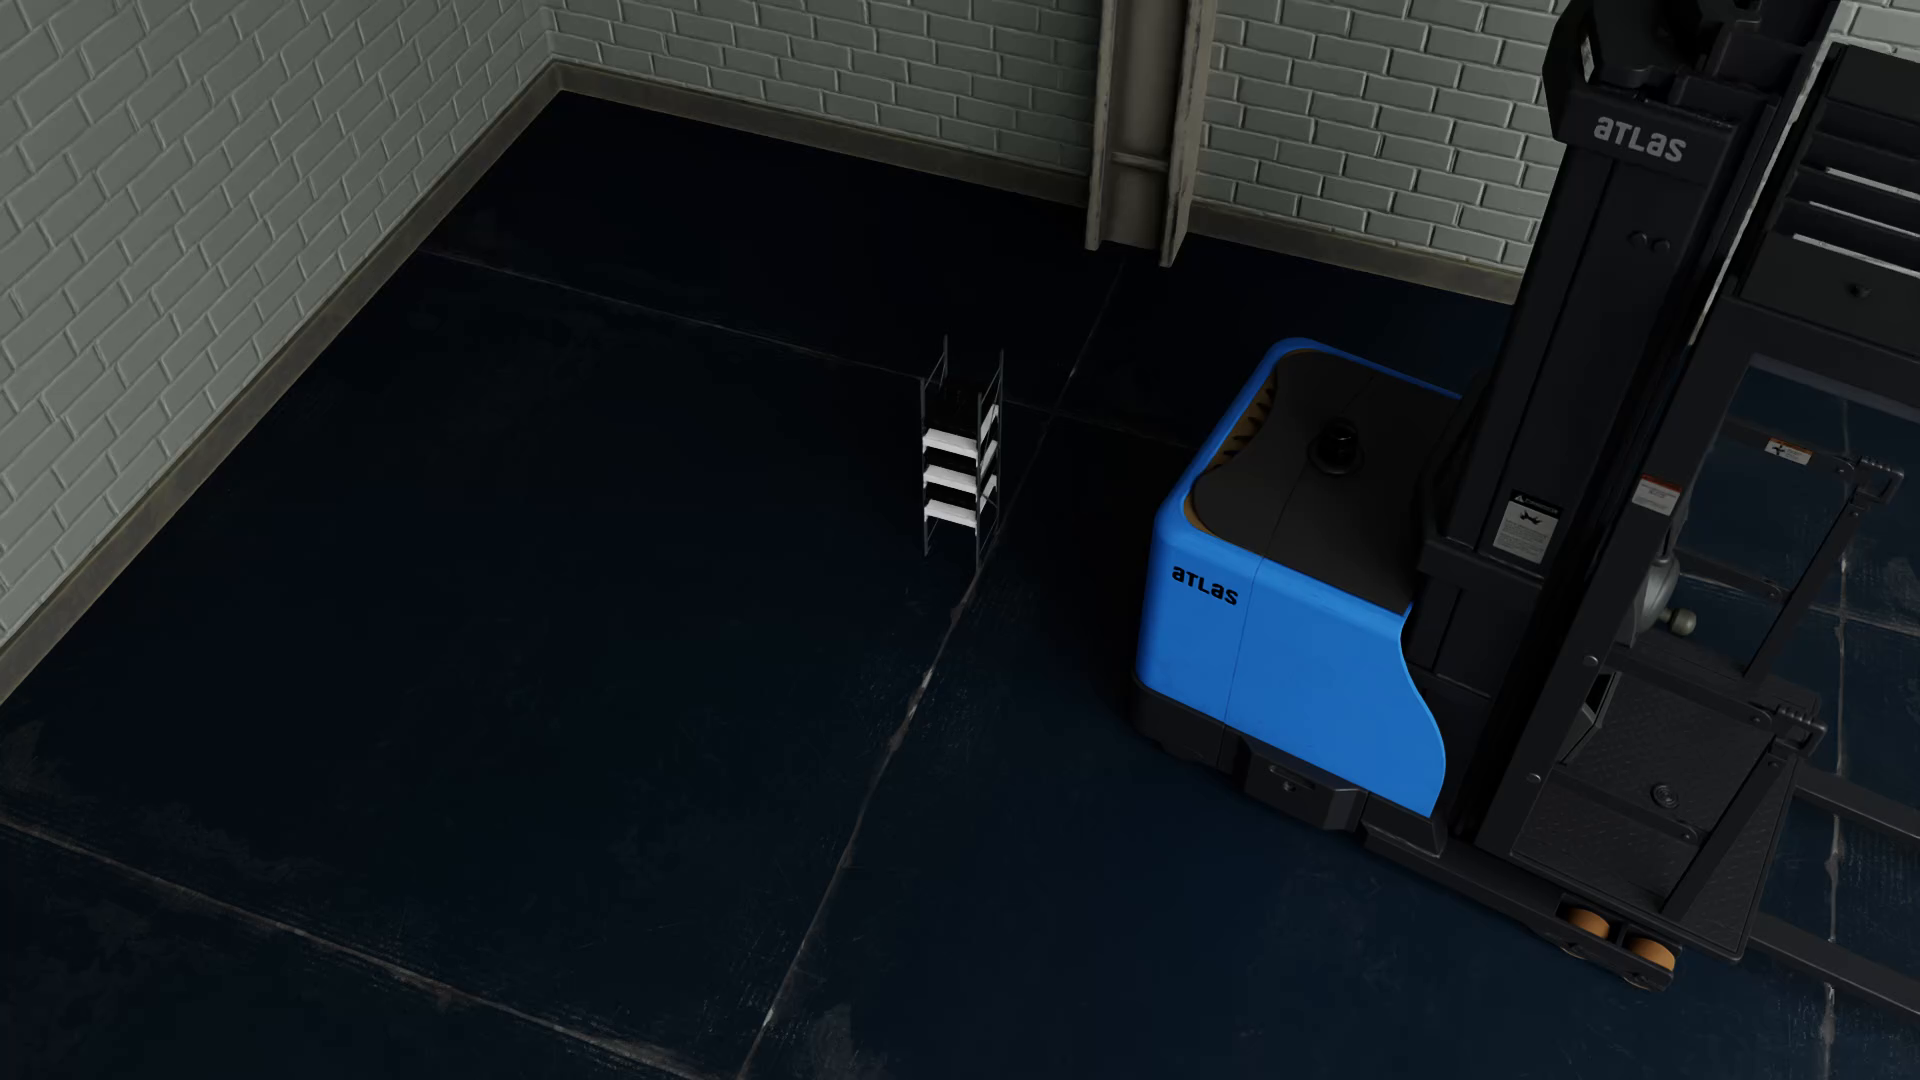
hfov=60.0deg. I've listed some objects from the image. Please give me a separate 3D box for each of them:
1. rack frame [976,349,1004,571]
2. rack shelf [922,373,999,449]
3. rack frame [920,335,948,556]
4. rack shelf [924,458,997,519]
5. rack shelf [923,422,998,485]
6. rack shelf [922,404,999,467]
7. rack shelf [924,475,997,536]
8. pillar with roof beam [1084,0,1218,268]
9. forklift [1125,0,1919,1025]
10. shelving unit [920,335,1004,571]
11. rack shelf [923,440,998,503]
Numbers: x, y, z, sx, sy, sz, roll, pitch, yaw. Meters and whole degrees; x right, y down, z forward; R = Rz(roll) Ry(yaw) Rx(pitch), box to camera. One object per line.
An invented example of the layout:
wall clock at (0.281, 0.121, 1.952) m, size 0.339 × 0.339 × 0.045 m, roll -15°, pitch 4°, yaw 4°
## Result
rack frame at (0.103, -0.266, 5.885) m, size 0.006 × 0.900 × 0.240 m, roll 16°, pitch 51°, yaw 13°
rack shelf at (0.008, -0.448, 5.729) m, size 0.200 × 0.077 × 0.258 m, roll 16°, pitch 51°, yaw 13°
rack frame at (-0.088, -0.319, 5.931) m, size 0.006 × 0.900 × 0.240 m, roll 16°, pitch 51°, yaw 13°
rack shelf at (0.008, -0.212, 6.001) m, size 0.200 × 0.077 × 0.258 m, roll 16°, pitch 51°, yaw 13°
rack shelf at (0.008, -0.330, 5.865) m, size 0.200 × 0.077 × 0.258 m, roll 16°, pitch 51°, yaw 13°
rack shelf at (0.008, -0.389, 5.797) m, size 0.200 × 0.077 × 0.258 m, roll 16°, pitch 51°, yaw 13°
rack shelf at (0.008, -0.153, 6.069) m, size 0.200 × 0.077 × 0.258 m, roll 16°, pitch 51°, yaw 13°
pillar with roof beam at (-0.704, -1.247, 1.376) m, size 0.400 × 9.000 × 9.100 m, roll 16°, pitch 51°, yaw 13°
forklift at (2.090, -0.059, 4.362) m, size 3.031 × 2.935 × 1.130 m, roll 24°, pitch 53°, yaw 20°
shelving unit at (0.008, -0.293, 5.908) m, size 0.210 × 0.900 × 0.258 m, roll 16°, pitch 51°, yaw 13°
rack shelf at (0.008, -0.271, 5.933) m, size 0.200 × 0.077 × 0.258 m, roll 16°, pitch 51°, yaw 13°
